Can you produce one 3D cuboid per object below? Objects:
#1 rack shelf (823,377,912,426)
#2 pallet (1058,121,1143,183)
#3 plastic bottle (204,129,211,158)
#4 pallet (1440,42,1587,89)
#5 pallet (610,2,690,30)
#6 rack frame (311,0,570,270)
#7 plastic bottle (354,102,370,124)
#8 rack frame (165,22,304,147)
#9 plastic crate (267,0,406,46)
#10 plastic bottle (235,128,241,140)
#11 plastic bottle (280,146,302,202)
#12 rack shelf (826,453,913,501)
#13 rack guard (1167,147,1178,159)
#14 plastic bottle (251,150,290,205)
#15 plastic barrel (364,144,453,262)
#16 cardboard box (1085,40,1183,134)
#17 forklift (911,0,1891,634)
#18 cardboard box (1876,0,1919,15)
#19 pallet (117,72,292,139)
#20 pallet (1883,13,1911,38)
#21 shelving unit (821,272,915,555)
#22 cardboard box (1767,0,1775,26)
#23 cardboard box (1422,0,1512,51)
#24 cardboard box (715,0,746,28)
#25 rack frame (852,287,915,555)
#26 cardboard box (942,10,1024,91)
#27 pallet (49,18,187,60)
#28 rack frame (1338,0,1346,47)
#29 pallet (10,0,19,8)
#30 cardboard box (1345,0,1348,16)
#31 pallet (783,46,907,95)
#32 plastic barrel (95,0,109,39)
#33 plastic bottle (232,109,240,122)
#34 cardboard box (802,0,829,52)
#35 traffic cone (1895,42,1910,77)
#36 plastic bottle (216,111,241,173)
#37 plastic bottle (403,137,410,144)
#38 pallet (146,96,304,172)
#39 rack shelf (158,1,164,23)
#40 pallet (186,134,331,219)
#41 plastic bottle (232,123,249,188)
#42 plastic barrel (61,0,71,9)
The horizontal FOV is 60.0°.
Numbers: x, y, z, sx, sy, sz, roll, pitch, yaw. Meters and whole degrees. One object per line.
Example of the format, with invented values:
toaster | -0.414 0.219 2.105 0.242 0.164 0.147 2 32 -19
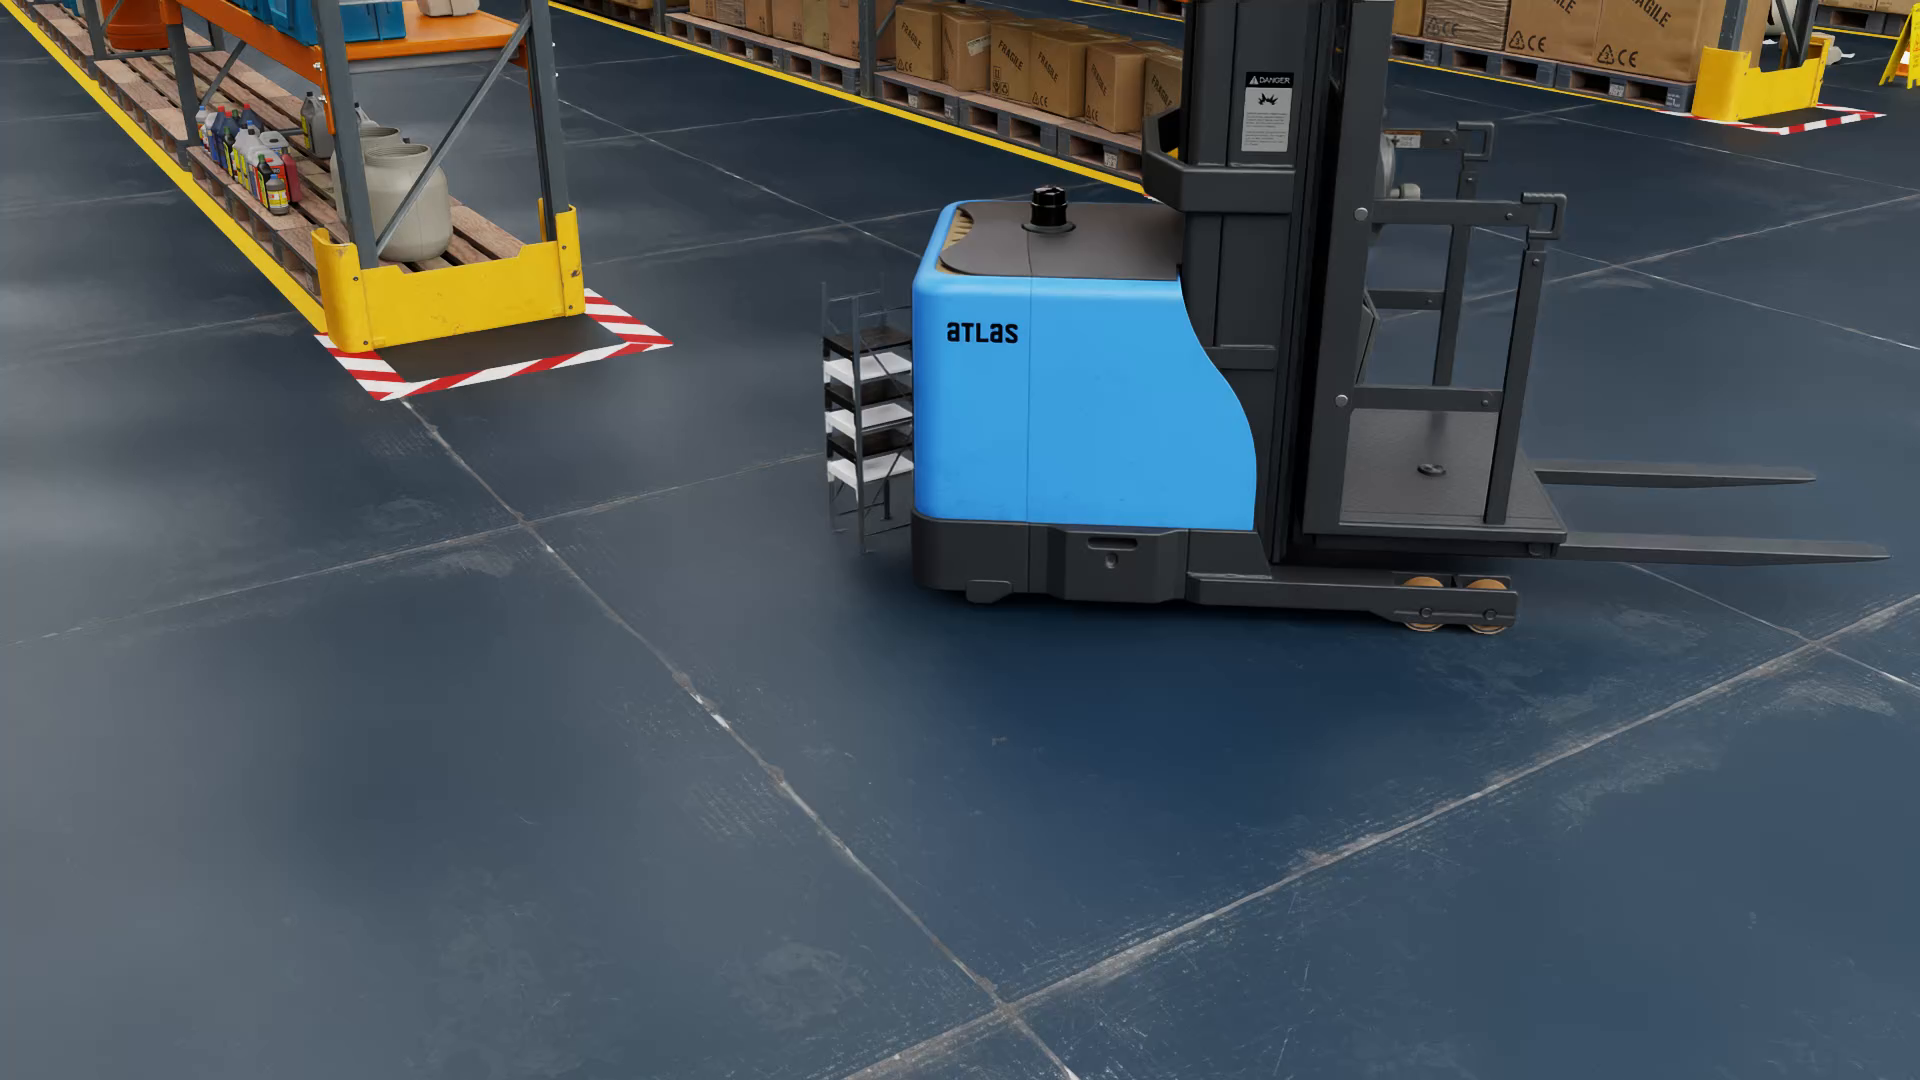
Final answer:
rack shelf | -0.296 -0.472 5.564 0.258 0.077 0.200 -16 29 -30
pallet | 1.390 -2.594 10.998 1.003 0.211 1.213 -16 29 -30
plastic bottle | -4.570 -2.450 10.189 0.097 0.201 0.097 0 25 0
pallet | 4.892 -4.092 14.170 1.003 0.211 1.213 -16 29 -30
pallet | -2.889 -5.429 17.003 1.003 0.211 1.213 -16 29 -30
rack frame | -2.304 -2.375 7.267 1.000 3.000 0.127 -16 29 -30
plastic bottle | -3.614 -2.459 10.033 0.144 0.351 0.185 -16 29 -30
rack frame | -4.488 -3.806 10.298 1.000 3.000 0.127 -16 29 -30
plastic crate | -2.828 -2.417 7.530 0.499 0.251 0.616 -16 29 -30
plastic bottle | -4.180 -2.274 9.734 0.097 0.271 0.097 0 25 0
plastic bottle | -3.700 -2.022 9.185 0.061 0.283 0.133 -16 29 -30
rack shelf | -0.296 -0.228 5.679 0.258 0.077 0.200 -16 29 -30
rack guard | 1.804 -2.426 10.303 1.175 0.500 0.348 -16 29 -30
plastic bottle | -3.789 -1.993 9.134 0.152 0.276 0.135 -15 29 -29
plastic barrel | -2.728 -1.657 8.169 0.421 0.512 0.421 0 25 0
cardboard box | 1.163 -3.022 11.073 0.500 0.500 0.500 -8 26 -16
forklift | 1.392 -1.272 5.012 3.031 2.935 1.130 2 25 5
cardboard box | 9.206 -5.199 15.978 0.500 0.250 0.500 -15 29 -29
pallet | -5.619 -3.253 12.394 1.003 0.211 1.213 -16 29 -30
pallet | 9.693 -4.904 15.890 1.003 0.211 1.213 -16 29 -30
shelving unit | -0.296 -0.421 5.588 0.258 0.900 0.210 -16 29 -30
cardboard box | 7.068 -4.748 15.218 0.637 0.503 0.797 7 26 15
cardboard box | 4.653 -4.746 14.286 0.875 0.875 0.875 -15 29 -29
cardboard box | -1.826 -5.029 15.301 0.700 0.500 0.500 -18 31 -34
rack frame | -0.240 -0.385 5.511 0.240 0.900 0.006 -16 29 -30
cardboard box | 0.166 -3.664 12.434 0.500 0.500 0.500 -6 26 -13
pallet | -7.799 -4.683 15.424 1.003 0.211 1.213 -16 29 -30
rack frame | 3.873 -6.080 15.115 1.000 3.000 0.127 -16 29 -30
pallet | -9.959 -6.097 18.417 1.003 0.211 1.213 -16 29 -30
cardboard box | 3.458 -5.453 15.931 1.050 0.750 0.750 -16 29 -30
pallet | -0.764 -3.977 13.927 1.003 0.211 1.213 -16 29 -30
plastic barrel | -7.336 -4.653 14.516 0.421 0.512 0.421 0 25 0
plastic bottle | -4.393 -2.476 10.147 0.061 0.283 0.133 -16 29 -30
cardboard box | -0.900 -4.428 14.029 0.700 0.500 0.500 -16 29 -30
traffic cone | 8.088 -4.164 14.029 0.336 0.463 0.334 -16 29 -30
plastic bottle | -4.292 -2.354 9.810 0.144 0.351 0.185 -17 30 -32
plastic bottle | -3.141 -2.152 9.461 0.061 0.283 0.133 -15 29 -29
pallet | -4.949 -2.816 11.469 1.003 0.211 1.213 -16 29 -30
rack shelf | -5.580 -4.196 11.967 1.077 0.370 4.000 -16 29 -30
pallet | -4.156 -2.295 10.363 1.003 0.211 1.213 -16 29 -30
plastic bottle | -4.060 -2.202 9.488 0.144 0.351 0.185 -16 30 -30
plastic barrel | -8.573 -5.709 16.297 0.600 0.901 0.708 -16 29 -30
